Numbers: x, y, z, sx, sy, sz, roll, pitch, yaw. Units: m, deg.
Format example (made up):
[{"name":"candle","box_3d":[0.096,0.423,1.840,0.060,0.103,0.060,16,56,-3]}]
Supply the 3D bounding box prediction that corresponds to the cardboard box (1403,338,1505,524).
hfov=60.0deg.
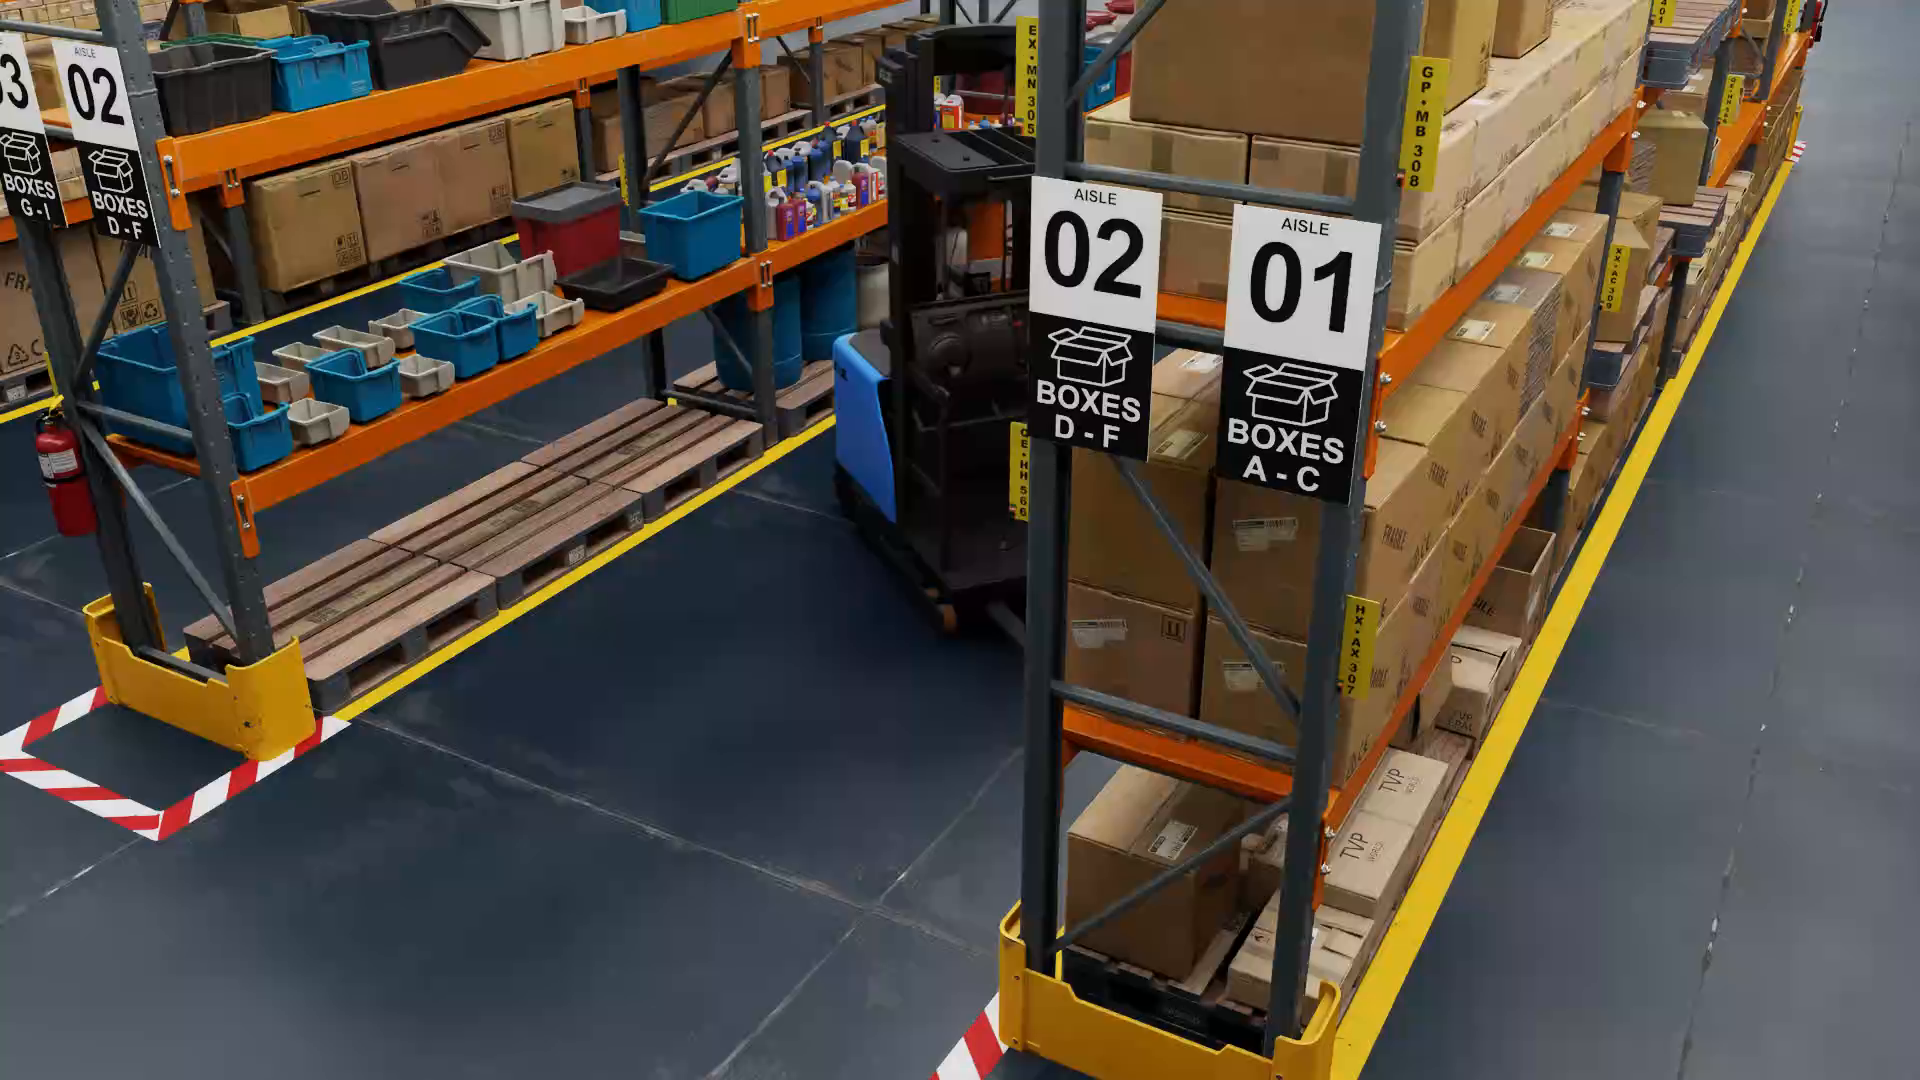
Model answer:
[{"name":"cardboard box","box_3d":[1.622,-0.425,6.019,0.500,0.500,0.500,15,30,27]}]

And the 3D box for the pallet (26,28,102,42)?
[{"name":"pallet","box_3d":[-9.221,-4.985,16.572,1.003,0.211,1.213,14,30,26]}]

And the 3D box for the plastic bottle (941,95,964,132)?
[{"name":"plastic bottle","box_3d":[-0.063,-3.443,13.415,0.152,0.276,0.135,14,30,26]}]

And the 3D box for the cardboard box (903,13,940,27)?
[{"name":"cardboard box","box_3d":[-0.400,-6.668,22.042,0.500,0.500,0.500,21,33,35]}]

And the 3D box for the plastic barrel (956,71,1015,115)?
[{"name":"plastic barrel","box_3d":[0.263,-3.937,14.113,0.600,0.536,0.708,14,30,26]}]

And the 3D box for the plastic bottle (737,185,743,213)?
[{"name":"plastic bottle","box_3d":[-1.459,-2.328,11.272,0.097,0.201,0.097,0,27,0]}]

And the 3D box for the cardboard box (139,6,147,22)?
[{"name":"cardboard box","box_3d":[-8.501,-5.340,16.878,0.380,0.149,0.250,14,30,25]}]

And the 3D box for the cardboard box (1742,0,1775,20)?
[{"name":"cardboard box","box_3d":[6.790,-4.895,14.616,0.700,0.500,0.500,14,30,26]}]

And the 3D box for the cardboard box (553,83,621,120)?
[{"name":"cardboard box","box_3d":[-3.710,-4.402,16.655,0.500,0.250,0.500,16,31,28]}]

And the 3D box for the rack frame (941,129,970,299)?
[{"name":"rack frame","box_3d":[-0.028,-1.449,10.299,0.015,2.100,0.400,-11,29,-21]}]

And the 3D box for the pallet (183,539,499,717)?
[{"name":"pallet","box_3d":[-3.198,0.423,8.669,1.003,0.211,1.213,14,30,26]}]

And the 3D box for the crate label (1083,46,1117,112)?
[{"name":"crate label","box_3d":[1.023,-3.972,14.295,0.502,0.435,0.616,14,30,26]}]

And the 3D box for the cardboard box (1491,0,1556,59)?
[{"name":"cardboard box","box_3d":[1.712,-2.025,5.864,0.700,0.500,0.500,14,30,26]}]

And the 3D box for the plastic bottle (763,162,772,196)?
[{"name":"plastic bottle","box_3d":[-1.377,-2.447,11.341,0.144,0.351,0.185,14,30,26]}]

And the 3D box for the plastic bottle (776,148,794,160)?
[{"name":"plastic bottle","box_3d":[-1.263,-2.631,11.793,0.152,0.276,0.135,14,30,26]}]

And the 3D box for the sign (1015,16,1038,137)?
[{"name":"sign","box_3d":[0.200,-1.286,4.628,0.100,0.325,0.005,14,30,26]}]

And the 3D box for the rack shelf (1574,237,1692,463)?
[{"name":"rack shelf","box_3d":[3.625,-1.436,10.070,1.077,0.370,4.000,14,30,26]}]

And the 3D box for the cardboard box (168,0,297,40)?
[{"name":"cardboard box","box_3d":[-5.675,-3.905,12.967,0.797,0.503,0.637,13,30,25]}]

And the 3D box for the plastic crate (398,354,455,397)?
[{"name":"plastic crate","box_3d":[-2.665,-0.815,8.255,0.250,0.136,0.298,14,30,26]}]

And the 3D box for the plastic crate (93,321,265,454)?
[{"name":"plastic crate","box_3d":[-3.635,-0.725,7.742,0.616,0.435,0.499,14,30,26]}]

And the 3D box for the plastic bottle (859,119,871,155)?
[{"name":"plastic bottle","box_3d":[-0.731,-3.075,12.685,0.097,0.271,0.097,0,27,0]}]

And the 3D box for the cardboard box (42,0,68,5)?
[{"name":"cardboard box","box_3d":[-8.891,-5.296,16.126,0.380,0.149,0.250,15,30,28]}]

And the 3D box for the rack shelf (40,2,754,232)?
[{"name":"rack shelf","box_3d":[-2.653,-2.310,8.467,1.077,0.370,4.000,14,30,26]}]

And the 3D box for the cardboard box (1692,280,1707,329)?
[{"name":"cardboard box","box_3d":[5.369,-1.830,12.658,0.500,0.250,0.500,13,30,25]}]

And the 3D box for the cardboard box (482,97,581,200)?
[{"name":"cardboard box","box_3d":[-4.371,-3.693,15.681,1.225,0.875,0.875,13,29,24]}]

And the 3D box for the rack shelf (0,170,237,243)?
[{"name":"rack shelf","box_3d":[-6.965,-2.060,11.317,1.077,0.370,4.000,14,30,26]}]

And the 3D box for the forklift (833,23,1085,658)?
[{"name":"forklift","box_3d":[0.274,-1.028,8.529,1.130,2.935,3.031,-11,28,-20]}]

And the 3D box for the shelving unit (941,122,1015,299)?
[{"name":"shelving unit","box_3d":[0.195,-1.494,10.388,0.503,2.100,0.431,-11,29,-21]}]

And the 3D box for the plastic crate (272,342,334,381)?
[{"name":"plastic crate","box_3d":[-3.238,-0.888,8.400,0.396,0.136,0.243,14,30,26]}]

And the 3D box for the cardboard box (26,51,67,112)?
[{"name":"cardboard box","box_3d":[-6.225,-3.130,11.648,0.500,0.500,0.500,15,30,27]}]

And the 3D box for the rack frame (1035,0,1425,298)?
[{"name":"rack frame","box_3d":[0.674,-2.102,3.895,1.000,3.000,0.127,14,30,26]}]

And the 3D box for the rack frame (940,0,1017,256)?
[{"name":"rack frame","box_3d":[0.298,-3.629,13.648,1.000,3.000,0.127,14,30,26]}]

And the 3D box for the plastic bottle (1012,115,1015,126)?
[{"name":"plastic bottle","box_3d":[0.398,-3.248,13.108,0.097,0.201,0.097,0,27,0]}]

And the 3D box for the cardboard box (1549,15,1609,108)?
[{"name":"cardboard box","box_3d":[2.142,-1.838,6.329,0.500,0.250,0.500,14,30,26]}]

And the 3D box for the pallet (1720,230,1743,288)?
[{"name":"pallet","box_3d":[6.248,-2.553,14.614,1.003,0.211,1.213,14,30,26]}]

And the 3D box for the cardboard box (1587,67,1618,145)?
[{"name":"cardboard box","box_3d":[2.378,-1.811,6.834,0.500,0.250,0.500,14,30,26]}]

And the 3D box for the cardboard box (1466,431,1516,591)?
[{"name":"cardboard box","box_3d":[1.867,-0.170,6.627,0.500,0.500,0.500,15,30,27]}]

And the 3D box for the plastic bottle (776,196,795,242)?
[{"name":"plastic bottle","box_3d":[-1.118,-2.067,10.658,0.061,0.283,0.133,14,30,26]}]

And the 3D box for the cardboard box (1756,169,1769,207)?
[{"name":"cardboard box","box_3d":[7.319,-3.362,15.717,0.500,0.250,0.500,14,30,26]}]

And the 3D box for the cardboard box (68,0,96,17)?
[{"name":"cardboard box","box_3d":[-8.762,-5.264,16.393,0.380,0.149,0.250,15,30,27]}]

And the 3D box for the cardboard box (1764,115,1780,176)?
[{"name":"cardboard box","box_3d":[7.317,-3.698,15.550,0.500,0.500,0.500,14,30,26]}]

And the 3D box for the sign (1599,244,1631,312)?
[{"name":"sign","box_3d":[3.118,-1.248,7.926,0.100,0.325,0.005,14,30,26]}]

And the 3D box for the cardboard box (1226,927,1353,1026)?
[{"name":"cardboard box","box_3d":[1.179,1.572,5.953,0.380,0.149,0.250,14,30,26]}]

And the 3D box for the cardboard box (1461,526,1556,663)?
[{"name":"cardboard box","box_3d":[2.608,0.228,8.245,0.500,0.500,0.500,14,30,26]}]

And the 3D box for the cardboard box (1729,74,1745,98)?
[{"name":"cardboard box","box_3d":[6.373,-3.827,14.212,0.500,0.250,0.500,16,31,29]}]

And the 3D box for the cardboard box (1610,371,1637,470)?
[{"name":"cardboard box","box_3d":[3.846,-0.792,10.282,0.500,0.500,0.500,13,29,24]}]

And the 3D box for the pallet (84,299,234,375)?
[{"name":"pallet","box_3d":[-6.424,-1.635,12.780,1.003,0.211,1.213,14,30,26]}]

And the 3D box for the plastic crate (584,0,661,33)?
[{"name":"plastic crate","box_3d":[-1.839,-2.911,9.051,0.416,0.233,0.300,14,30,26]}]

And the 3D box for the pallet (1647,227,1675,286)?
[{"name":"pallet","box_3d":[3.656,-1.692,9.993,1.003,0.211,1.213,14,30,26]}]

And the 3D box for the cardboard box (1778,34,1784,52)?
[{"name":"cardboard box","box_3d":[7.800,-5.122,16.520,0.700,0.500,0.500,14,30,26]}]

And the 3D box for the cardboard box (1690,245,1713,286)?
[{"name":"cardboard box","box_3d":[5.373,-2.092,12.554,0.500,0.311,0.500,13,30,25]}]

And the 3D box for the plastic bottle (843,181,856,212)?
[{"name":"plastic bottle","box_3d":[-0.753,-2.335,11.286,0.097,0.201,0.097,0,27,0]}]
